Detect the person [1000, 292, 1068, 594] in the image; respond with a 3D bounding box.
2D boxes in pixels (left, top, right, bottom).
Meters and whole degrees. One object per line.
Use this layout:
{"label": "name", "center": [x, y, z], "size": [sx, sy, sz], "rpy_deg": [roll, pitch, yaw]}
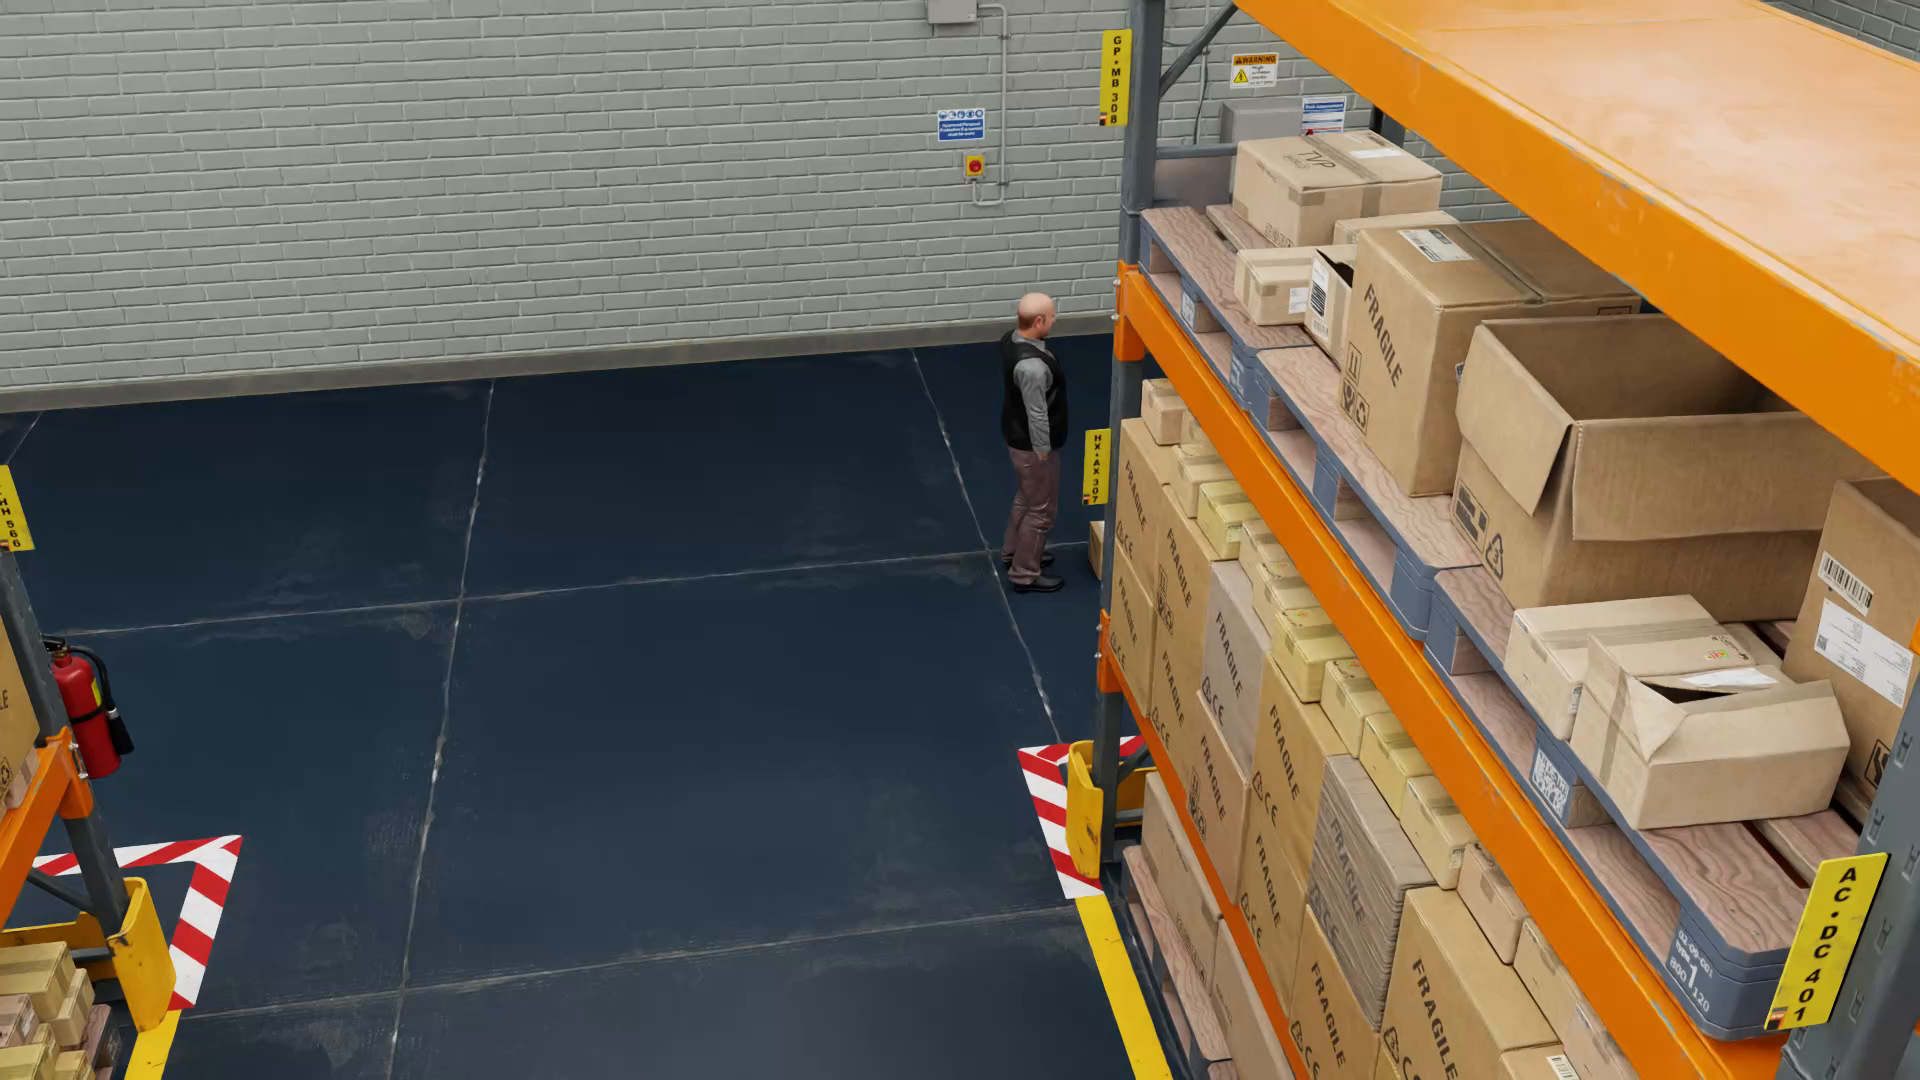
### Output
{"label": "person", "center": [0.400, -0.545, 9.098], "size": [0.358, 1.714, 0.533], "rpy_deg": [-5, 31, -8]}
